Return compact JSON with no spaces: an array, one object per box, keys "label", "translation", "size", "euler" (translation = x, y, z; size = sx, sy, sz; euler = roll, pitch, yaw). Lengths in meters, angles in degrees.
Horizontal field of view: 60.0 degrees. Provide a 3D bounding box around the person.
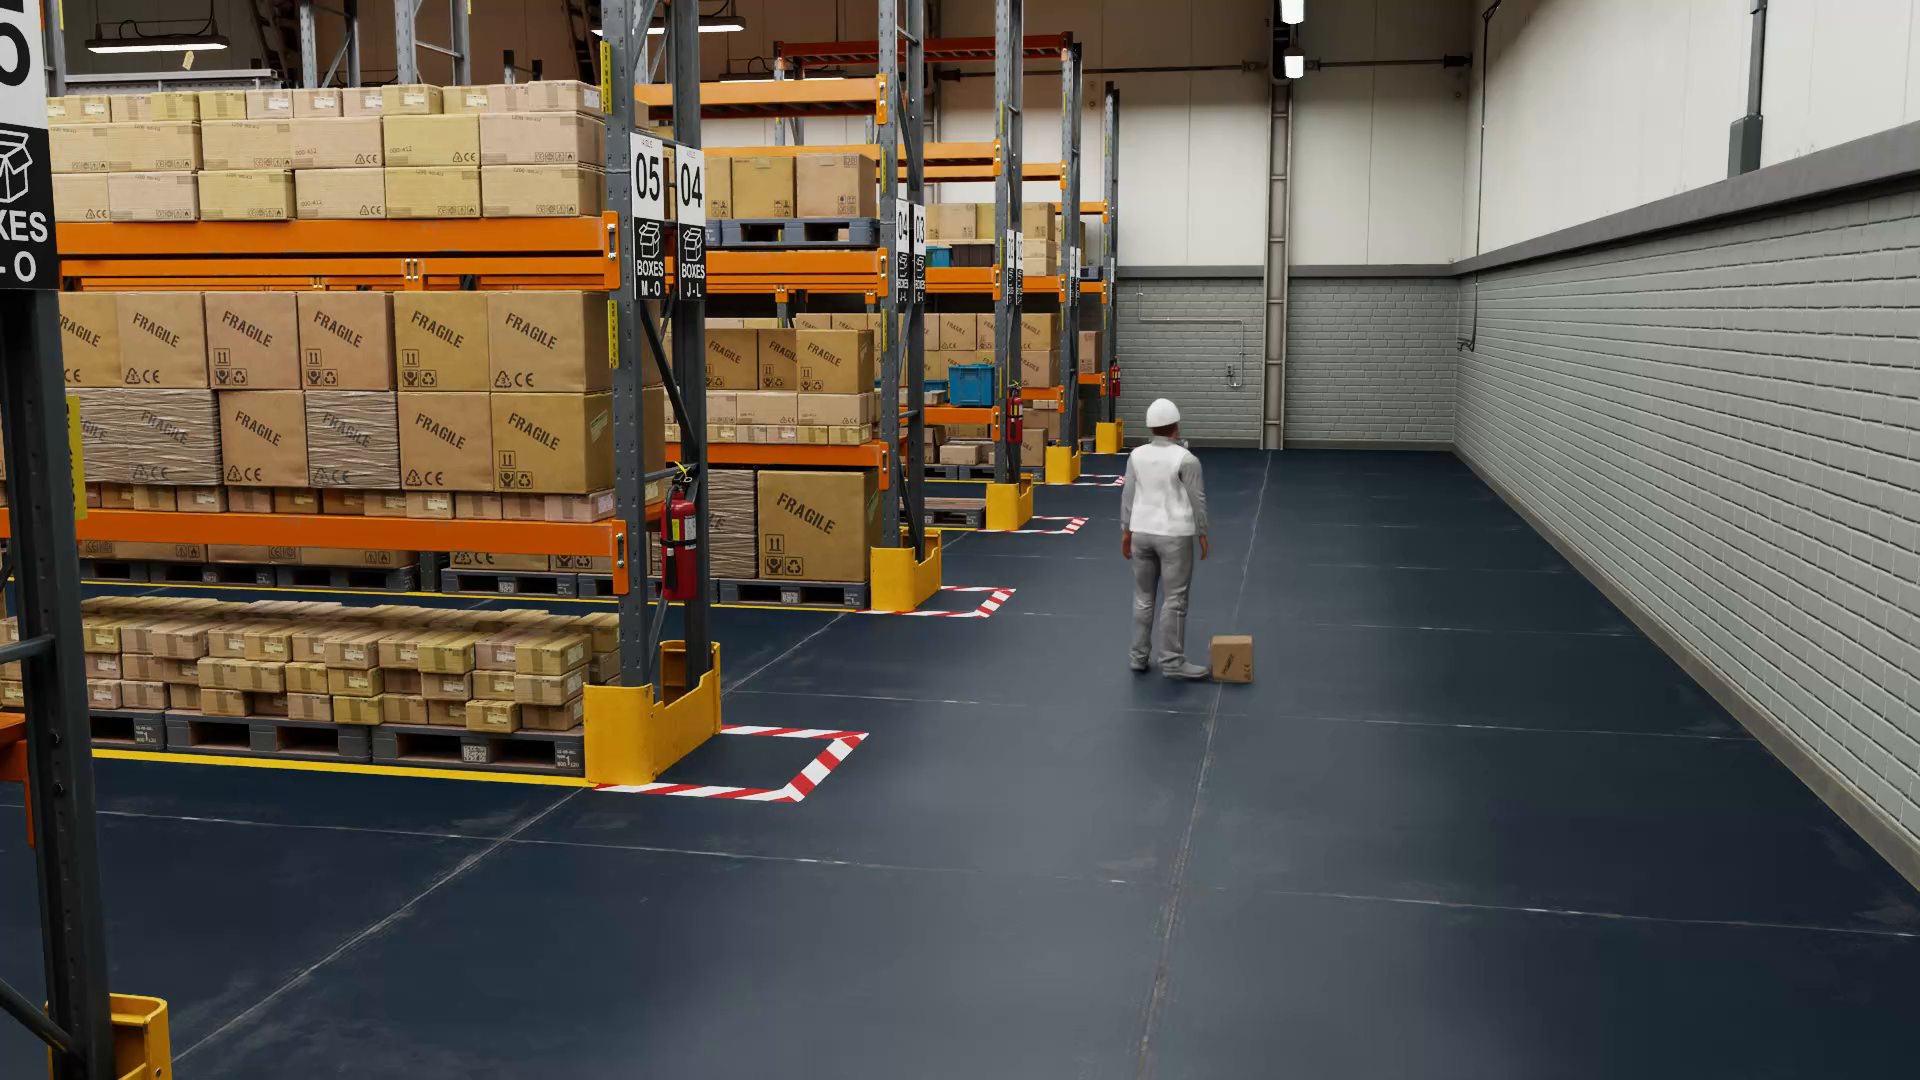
[{"label":"person","translation":[1.339,-0.016,10.740],"size":[0.641,1.775,0.408],"euler":[6,10,37]}]
